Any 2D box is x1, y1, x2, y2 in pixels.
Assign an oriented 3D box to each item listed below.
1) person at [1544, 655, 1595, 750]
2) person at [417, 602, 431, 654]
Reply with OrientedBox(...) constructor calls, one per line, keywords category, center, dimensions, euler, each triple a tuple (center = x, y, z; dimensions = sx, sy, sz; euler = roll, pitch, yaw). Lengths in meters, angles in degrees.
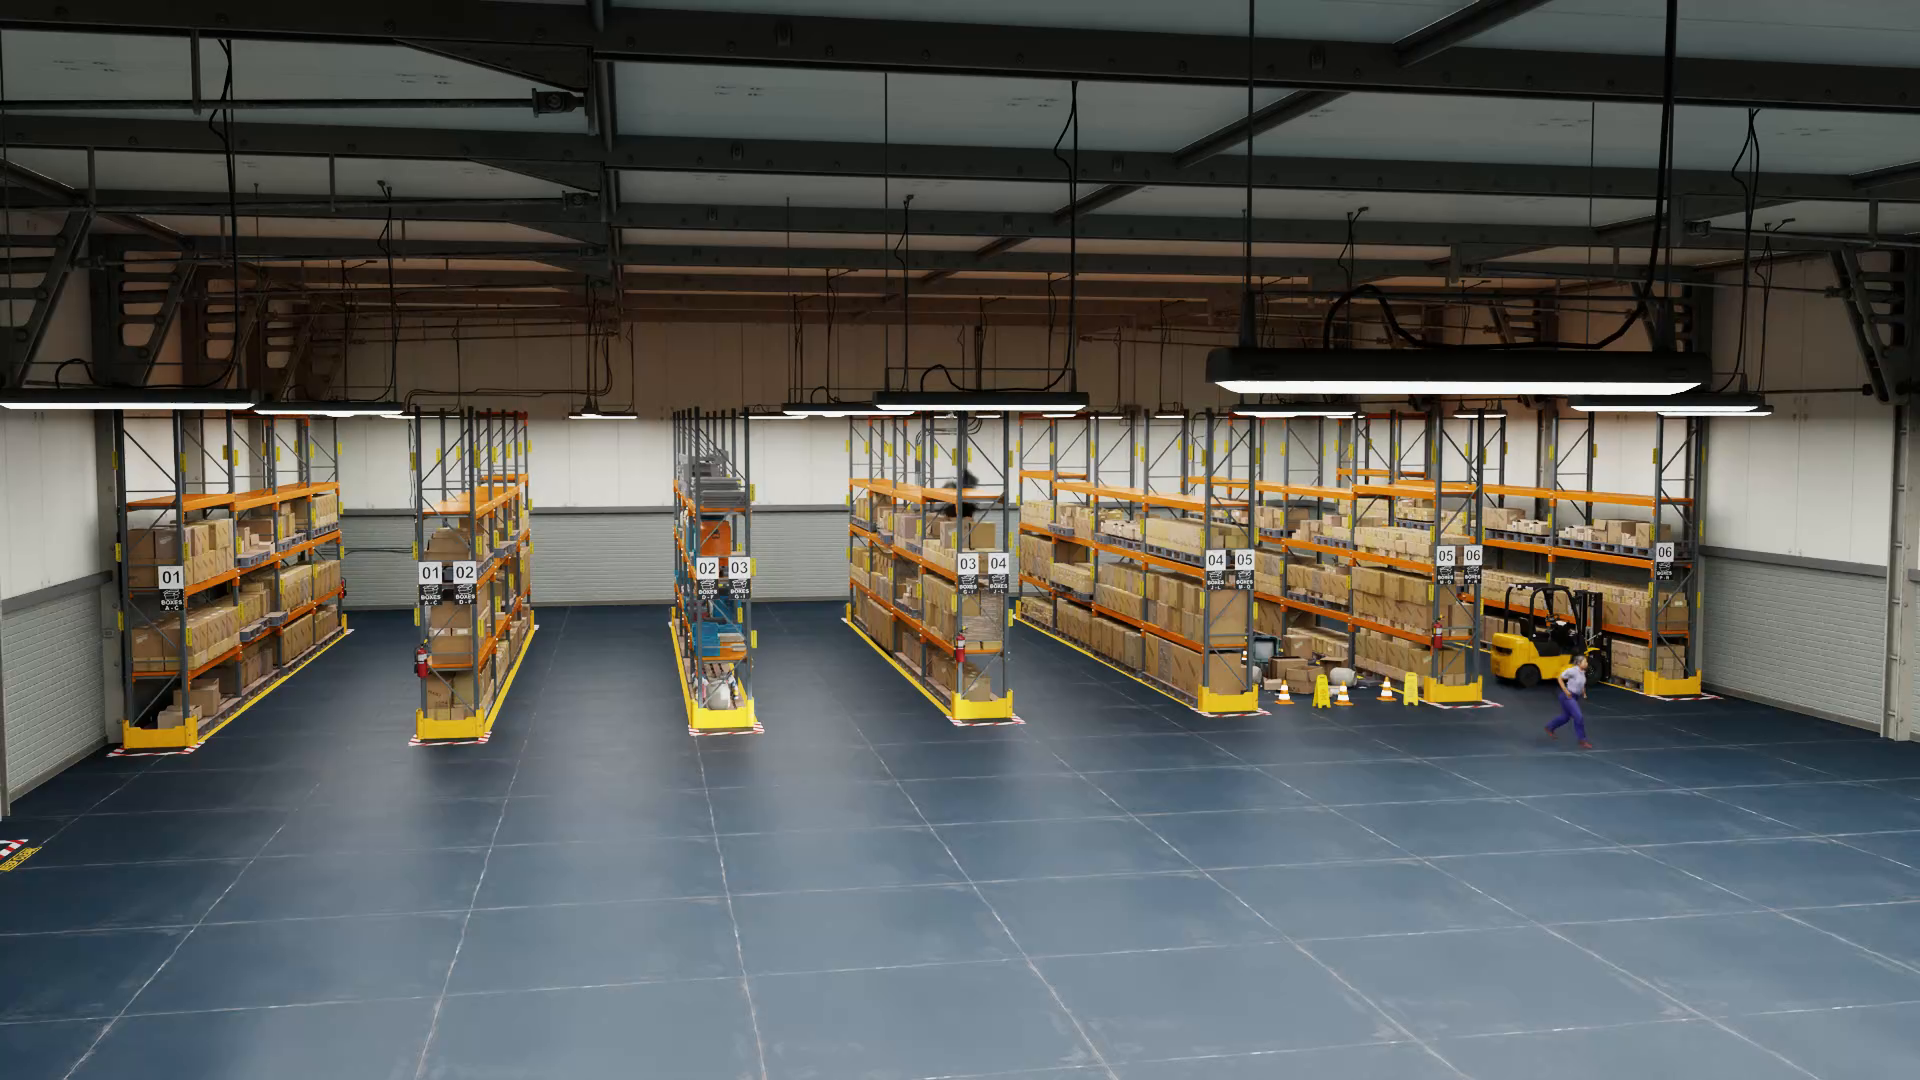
OrientedBox(category="person", center=(10.759, 2.829, 29.379), dimensions=(0.628, 1.633, 1.005), euler=(-4, 5, -41))
OrientedBox(category="person", center=(-13.056, 1.975, 40.956), dimensions=(0.593, 1.754, 0.739), euler=(-1, 4, -19))
